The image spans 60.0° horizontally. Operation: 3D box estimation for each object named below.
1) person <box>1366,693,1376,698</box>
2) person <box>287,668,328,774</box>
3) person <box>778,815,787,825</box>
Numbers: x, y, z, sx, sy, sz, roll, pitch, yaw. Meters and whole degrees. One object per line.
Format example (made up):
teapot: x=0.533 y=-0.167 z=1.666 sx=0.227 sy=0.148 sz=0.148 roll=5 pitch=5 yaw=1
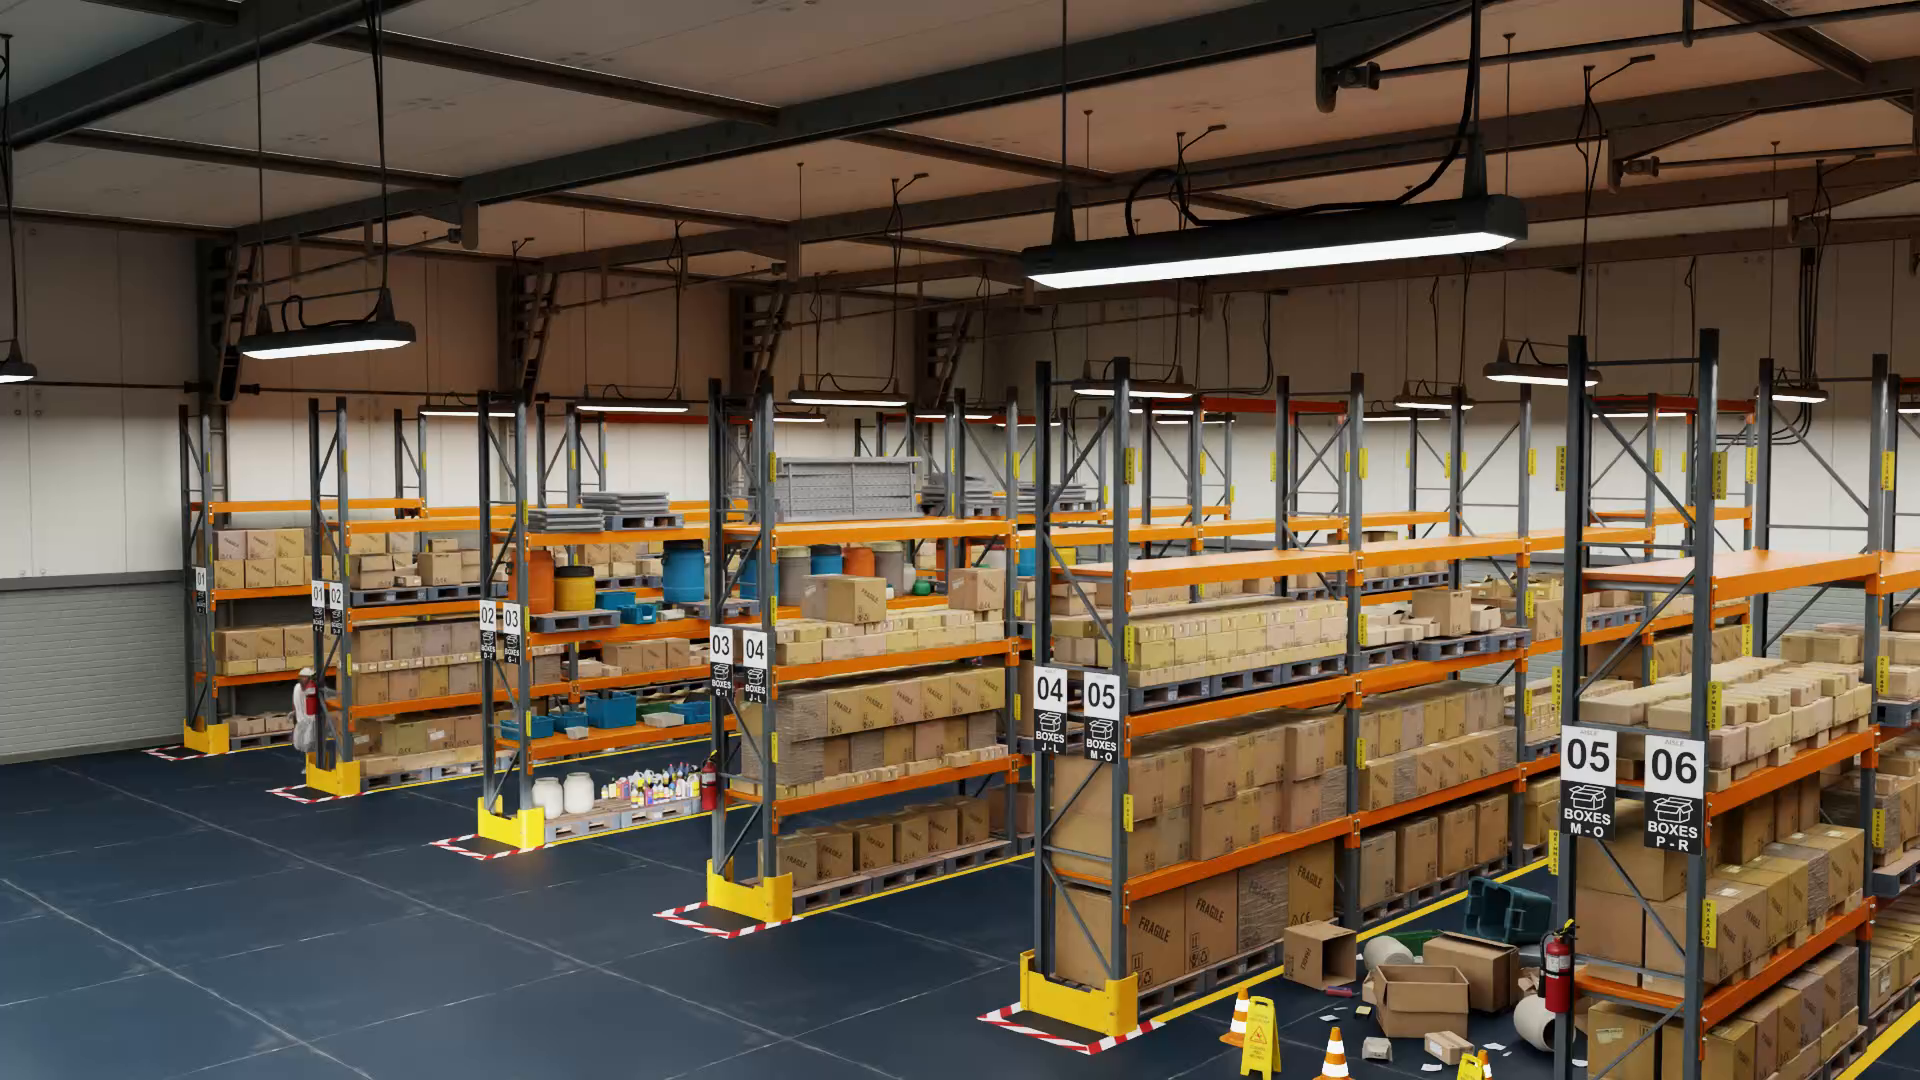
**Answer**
person: x=6.063 y=3.065 z=24.081 sx=0.659 sy=1.752 sz=1.003 roll=2 pitch=4 yaw=34
person: x=-10.484 y=2.903 z=26.795 sx=0.710 sy=1.716 sz=0.637 roll=1 pitch=3 yaw=15
person: x=-2.544 y=3.128 z=23.042 sx=0.583 sy=1.654 sz=0.560 roll=2 pitch=3 yaw=28
